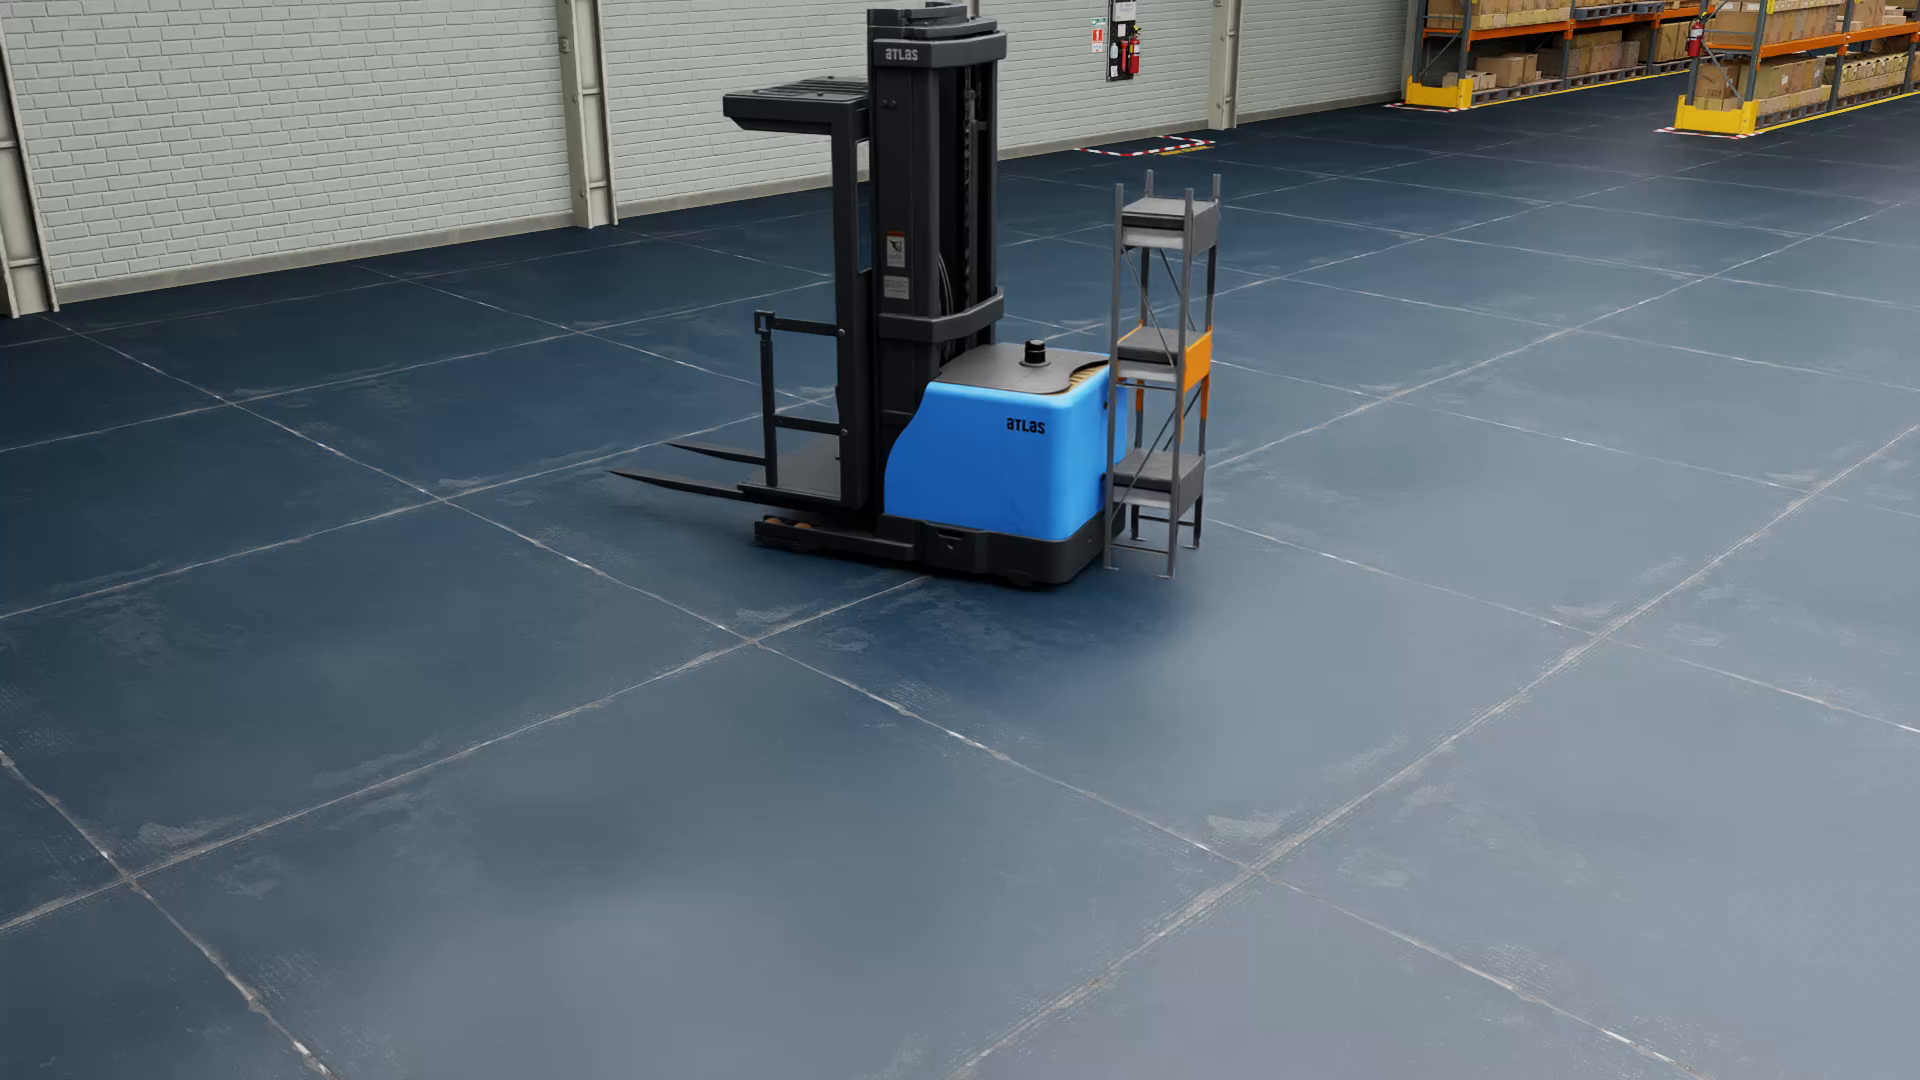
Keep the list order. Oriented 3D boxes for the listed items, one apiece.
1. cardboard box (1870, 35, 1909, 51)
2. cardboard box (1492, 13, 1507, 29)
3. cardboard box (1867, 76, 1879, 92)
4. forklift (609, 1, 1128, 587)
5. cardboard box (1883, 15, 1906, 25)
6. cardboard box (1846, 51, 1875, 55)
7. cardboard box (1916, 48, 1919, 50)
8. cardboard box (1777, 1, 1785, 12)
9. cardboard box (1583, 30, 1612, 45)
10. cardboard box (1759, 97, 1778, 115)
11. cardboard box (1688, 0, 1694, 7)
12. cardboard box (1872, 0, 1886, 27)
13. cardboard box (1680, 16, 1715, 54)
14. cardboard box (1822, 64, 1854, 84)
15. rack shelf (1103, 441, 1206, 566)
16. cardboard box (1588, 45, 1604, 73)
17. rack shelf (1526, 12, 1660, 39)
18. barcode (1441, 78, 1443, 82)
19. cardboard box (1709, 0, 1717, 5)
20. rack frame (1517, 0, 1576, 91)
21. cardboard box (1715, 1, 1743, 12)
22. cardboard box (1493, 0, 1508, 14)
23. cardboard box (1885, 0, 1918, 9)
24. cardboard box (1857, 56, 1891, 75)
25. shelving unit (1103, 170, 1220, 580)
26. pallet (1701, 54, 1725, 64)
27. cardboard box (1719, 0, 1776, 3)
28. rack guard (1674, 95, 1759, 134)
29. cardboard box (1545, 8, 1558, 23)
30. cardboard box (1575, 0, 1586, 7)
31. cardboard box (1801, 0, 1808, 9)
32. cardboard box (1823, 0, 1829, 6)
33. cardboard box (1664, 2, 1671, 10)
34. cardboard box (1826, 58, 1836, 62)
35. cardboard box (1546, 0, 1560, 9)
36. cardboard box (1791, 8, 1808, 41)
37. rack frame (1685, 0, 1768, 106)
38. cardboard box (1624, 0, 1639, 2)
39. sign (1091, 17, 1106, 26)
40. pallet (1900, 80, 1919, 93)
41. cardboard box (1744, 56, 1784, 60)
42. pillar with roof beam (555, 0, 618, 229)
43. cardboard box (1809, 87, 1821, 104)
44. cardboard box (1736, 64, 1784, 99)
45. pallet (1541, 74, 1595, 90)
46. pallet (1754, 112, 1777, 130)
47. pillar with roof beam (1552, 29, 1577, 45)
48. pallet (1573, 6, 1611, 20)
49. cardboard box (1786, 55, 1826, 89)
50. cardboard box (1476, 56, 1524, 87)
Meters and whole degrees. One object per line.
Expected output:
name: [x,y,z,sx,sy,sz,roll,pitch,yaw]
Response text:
cardboard box: [18.202,-9.738,32.555,0.500,0.250,0.500,-19,28,-40]
cardboard box: [9.469,-9.339,29.873,0.500,0.250,0.500,18,28,39]
cardboard box: [16.423,-8.356,30.381,0.500,0.250,0.500,-20,28,-41]
forklift: [-0.608,-1.457,9.279,3.031,2.935,1.130,10,23,23]
cardboard box: [17.252,-9.617,30.764,0.380,0.149,0.250,19,28,41]
cardboard box: [17.106,-9.148,31.659,0.500,0.311,0.500,-19,28,-40]
cardboard box: [18.919,-9.382,32.675,0.500,0.500,0.500,19,28,40]
cardboard box: [12.886,-8.507,26.483,0.380,0.149,0.250,19,28,41]
cardboard box: [12.867,-10.200,33.756,0.500,0.250,0.500,19,28,40]
cardboard box: [12.981,-7.102,27.119,0.500,0.250,0.500,19,28,41]
cardboard box: [15.588,-11.589,35.868,0.380,0.149,0.250,19,28,41]
cardboard box: [16.523,-9.646,30.350,0.500,0.500,0.500,17,27,38]
cardboard box: [16.560,-11.295,37.190,0.750,0.750,0.750,20,28,41]
cardboard box: [15.358,-8.225,29.257,0.500,0.311,0.500,19,28,41]
rack shelf: [1.074,-0.208,9.177,0.431,0.518,0.480,9,23,22]
cardboard box: [12.550,-9.744,33.615,0.700,0.500,0.500,20,28,41]
rack shelf: [12.735,-10.424,33.516,1.077,0.370,4.000,19,28,41]
barcode: [8.822,-8.432,30.452,0.001,0.075,0.075,19,28,41]
cardboard box: [16.373,-11.827,36.487,0.380,0.149,0.250,19,28,41]
rack frame: [11.339,-10.245,32.049,1.000,3.000,0.127,19,28,41]
cardboard box: [12.231,-8.474,26.396,0.380,0.149,0.250,19,28,40]
cardboard box: [9.449,-9.678,29.710,0.500,0.500,0.500,19,28,41]
cardboard box: [18.040,-10.467,31.902,0.700,0.500,0.500,9,23,23]
cardboard box: [16.781,-8.748,30.620,0.500,0.311,0.500,19,28,40]
shelving unit: [1.074,-0.874,8.921,0.431,2.100,0.503,9,23,22]
pallet: [16.436,-10.783,37.334,1.003,0.211,1.213,19,28,41]
cardboard box: [12.473,-8.761,26.239,0.700,0.500,0.500,19,28,41]
rack guard: [12.084,-6.805,26.583,1.175,0.500,0.348,19,28,41]
cardboard box: [10.873,-9.861,31.230,0.500,0.250,0.500,19,28,41]
cardboard box: [11.719,-10.620,32.270,0.700,0.500,0.500,19,28,41]
cardboard box: [13.602,-8.769,27.166,0.380,0.149,0.250,20,28,41]
cardboard box: [14.318,-9.034,27.853,0.380,0.149,0.250,19,28,41]
cardboard box: [14.708,-11.255,34.998,0.250,0.149,0.380,-20,29,-41]
cardboard box: [15.677,-8.620,30.285,0.500,0.311,0.500,19,28,40]
cardboard box: [10.887,-10.206,31.083,0.500,0.500,0.500,19,28,40]
cardboard box: [13.514,-8.540,27.474,0.500,0.500,0.700,-19,28,-40]
rack frame: [12.101,-7.978,26.151,1.000,3.000,0.127,19,28,41]
cardboard box: [13.439,-11.252,33.915,0.700,0.500,0.500,16,26,36]
sign: [2.031,-7.592,24.358,0.001,0.109,0.331,19,28,41]
pallet: [18.230,-8.915,32.476,1.003,0.211,1.213,19,28,41]
cardboard box: [13.646,-7.971,28.334,0.500,0.500,0.500,19,28,41]
pillar with roof beam: [-1.055,-6.709,14.488,9.100,9.000,0.400,19,28,41]
cardboard box: [14.369,-7.619,28.463,0.500,0.250,0.500,19,28,41]
cardboard box: [12.982,-7.452,26.983,0.500,0.500,0.500,19,28,41]
pallet: [11.882,-9.144,33.071,1.003,0.211,1.213,19,28,41]
pallet: [12.604,-6.884,27.190,1.003,0.211,1.213,19,28,41]
pillar with roof beam: [15.688,-12.879,30.538,9.100,9.000,0.400,19,28,41]
pallet: [11.977,-10.316,32.500,1.003,0.211,1.213,19,28,41]
cardboard box: [14.367,-7.969,28.330,0.500,0.500,0.500,19,28,41]
cardboard box: [10.041,-8.734,30.987,0.700,0.500,0.500,17,27,37]
